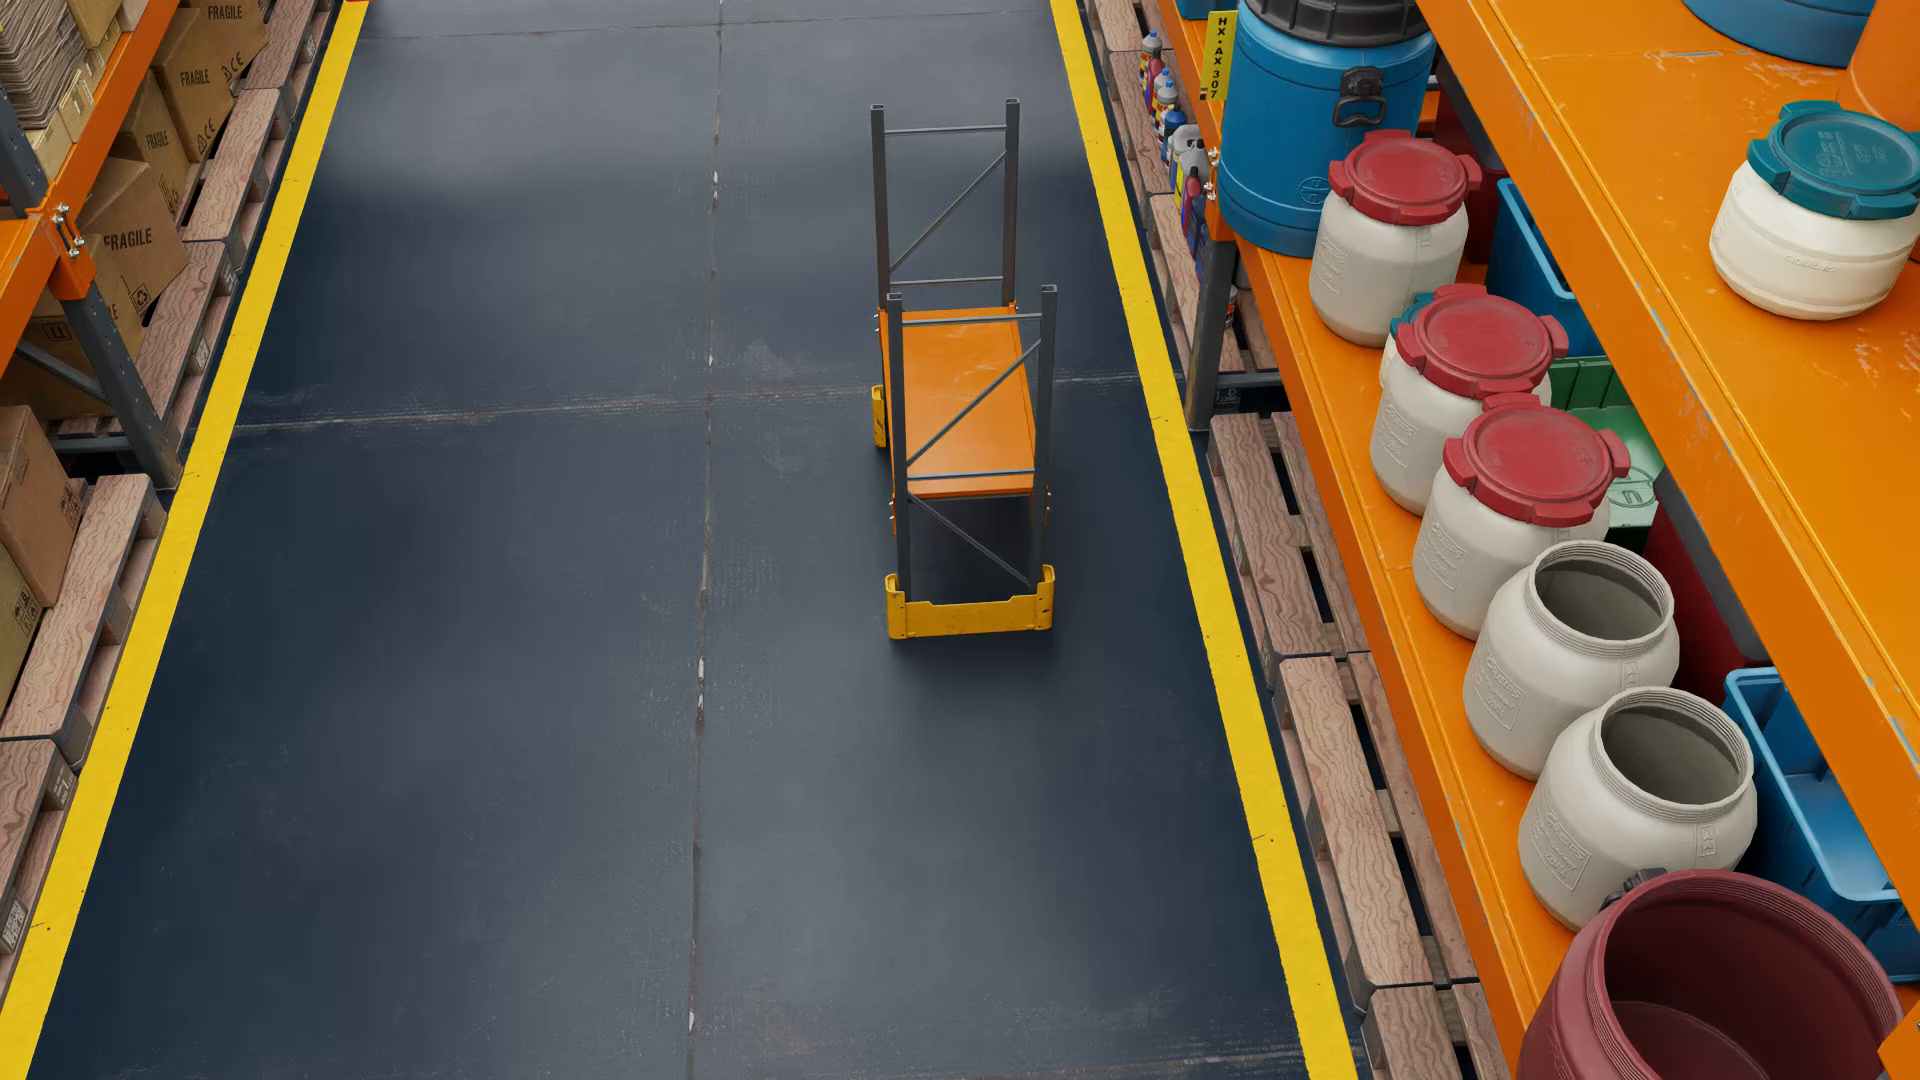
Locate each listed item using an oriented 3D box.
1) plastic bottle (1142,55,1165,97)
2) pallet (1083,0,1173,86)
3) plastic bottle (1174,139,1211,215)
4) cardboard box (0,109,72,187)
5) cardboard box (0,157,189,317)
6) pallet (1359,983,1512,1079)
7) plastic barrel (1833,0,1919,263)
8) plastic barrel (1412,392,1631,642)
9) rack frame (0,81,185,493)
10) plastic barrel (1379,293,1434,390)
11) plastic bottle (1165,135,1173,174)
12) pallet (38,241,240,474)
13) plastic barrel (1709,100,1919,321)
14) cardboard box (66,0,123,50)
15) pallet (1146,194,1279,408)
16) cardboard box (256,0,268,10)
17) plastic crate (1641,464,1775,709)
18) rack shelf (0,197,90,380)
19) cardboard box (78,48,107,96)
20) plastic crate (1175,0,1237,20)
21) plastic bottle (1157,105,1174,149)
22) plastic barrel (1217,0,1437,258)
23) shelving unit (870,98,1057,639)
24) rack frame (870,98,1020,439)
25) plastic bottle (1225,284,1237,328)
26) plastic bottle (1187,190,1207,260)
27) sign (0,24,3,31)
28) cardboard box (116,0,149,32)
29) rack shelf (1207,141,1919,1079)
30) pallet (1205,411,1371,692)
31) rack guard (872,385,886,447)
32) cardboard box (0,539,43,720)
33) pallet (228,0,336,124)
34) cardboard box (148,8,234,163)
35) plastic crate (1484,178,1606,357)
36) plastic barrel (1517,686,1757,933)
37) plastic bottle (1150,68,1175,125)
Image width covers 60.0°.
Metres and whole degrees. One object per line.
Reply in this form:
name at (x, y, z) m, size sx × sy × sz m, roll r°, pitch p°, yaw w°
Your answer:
plastic bottle at (0.922, -2.210, 7.901) m, size 0.097 × 0.201 × 0.097 m, roll 0°, pitch 47°, yaw 0°
pallet at (1.188, -2.827, 8.782) m, size 1.003 × 0.211 × 1.213 m, roll -3°, pitch 47°, yaw -3°
plastic bottle at (1.023, -1.594, 7.215) m, size 0.144 × 0.351 × 0.185 m, roll -4°, pitch 47°, yaw -4°
cardboard box at (-3.247, -1.319, 5.606) m, size 0.380 × 0.149 × 0.250 m, roll -3°, pitch 47°, yaw -3°
cardboard box at (-3.578, -1.222, 6.774) m, size 0.500 × 0.500 × 0.500 m, roll 10°, pitch 47°, yaw 9°
pallet at (1.716, 1.758, 4.440) m, size 1.003 × 0.211 × 1.213 m, roll -3°, pitch 47°, yaw -3°
plastic barrel at (1.835, -0.898, 2.673) m, size 0.600 × 0.830 × 0.708 m, roll -3°, pitch 47°, yaw -3°
plastic barrel at (1.366, -0.030, 4.119) m, size 0.433 × 0.535 × 0.433 m, roll 0°, pitch 47°, yaw 0°
rack frame at (-3.529, -1.231, 5.350) m, size 1.000 × 3.000 × 0.127 m, roll -3°, pitch 47°, yaw -3°
plastic barrel at (1.365, -0.518, 4.770) m, size 0.301 × 0.262 × 0.301 m, roll 0°, pitch 47°, yaw 0°
plastic bottle at (0.976, -1.744, 7.460) m, size 0.097 × 0.201 × 0.097 m, roll 0°, pitch 47°, yaw 0°
pallet at (-3.620, -0.756, 6.821) m, size 1.003 × 0.211 × 1.213 m, roll -3°, pitch 47°, yaw -3°
plastic barrel at (1.403, -0.528, 2.714) m, size 0.301 × 0.262 × 0.301 m, roll 0°, pitch 47°, yaw 0°
cardboard box at (-3.511, -2.061, 5.862) m, size 0.875 × 0.500 × 0.500 m, roll -3°, pitch 47°, yaw -3°
pallet at (1.392, -1.062, 7.110) m, size 1.003 × 0.211 × 1.213 m, roll -3°, pitch 47°, yaw -3°
cardboard box at (-3.828, -2.957, 8.417) m, size 0.500 × 0.500 × 0.500 m, roll 4°, pitch 47°, yaw 4°
plastic crate at (1.911, 0.152, 3.996) m, size 0.402 × 0.464 × 0.583 m, roll -3°, pitch 47°, yaw -3°
rack shelf at (-3.361, 0.463, 4.241) m, size 1.077 × 0.370 × 4.000 m, roll -3°, pitch 47°, yaw -3°
cardboard box at (-3.303, -1.680, 5.948) m, size 0.380 × 0.149 × 0.250 m, roll -3°, pitch 47°, yaw -3°
plastic crate at (1.044, -2.265, 6.432) m, size 0.499 × 0.251 × 0.616 m, roll -3°, pitch 47°, yaw -3°
plastic bottle at (0.959, -1.893, 7.601) m, size 0.097 × 0.201 × 0.097 m, roll 0°, pitch 47°, yaw 0°
plastic barrel at (1.137, -1.407, 5.171) m, size 0.600 × 0.901 × 0.708 m, roll -3°, pitch 47°, yaw -3°
shelving unit at (-0.006, -0.571, 5.758) m, size 0.587 × 1.500 × 1.083 m, roll -3°, pitch 47°, yaw -3°
rack frame at (-0.050, -0.945, 6.112) m, size 0.500 × 1.500 × 0.032 m, roll -3°, pitch 47°, yaw -3°
plastic bottle at (1.066, -0.965, 6.722) m, size 0.097 × 0.201 × 0.097 m, roll 0°, pitch 47°, yaw 0°
plastic bottle at (1.050, -1.360, 6.994) m, size 0.144 × 0.351 × 0.185 m, roll -6°, pitch 47°, yaw -5°
sign at (-2.976, -1.666, 4.964) m, size 0.100 × 0.325 × 0.005 m, roll -3°, pitch 47°, yaw -3°
cardboard box at (-3.314, -2.043, 6.292) m, size 0.380 × 0.149 × 0.250 m, roll -3°, pitch 47°, yaw -3°
rack shelf at (1.574, 0.162, 4.526) m, size 1.077 × 0.370 × 4.000 m, roll -3°, pitch 47°, yaw -3°
pallet at (1.511, -0.008, 6.112) m, size 1.003 × 0.211 × 1.213 m, roll -3°, pitch 47°, yaw -3°
rack guard at (-0.048, -0.501, 6.553) m, size 0.587 × 0.250 × 0.087 m, roll -3°, pitch 47°, yaw -3°
cardboard box at (-3.478, 0.269, 5.348) m, size 0.700 × 0.500 × 0.500 m, roll -4°, pitch 47°, yaw -4°
pallet at (-3.824, -2.522, 8.493) m, size 1.003 × 0.211 × 1.213 m, roll -3°, pitch 47°, yaw -3°
cardboard box at (-3.710, -2.073, 7.580) m, size 0.500 × 0.500 × 0.500 m, roll 0°, pitch 47°, yaw 0°
plastic crate at (1.809, -0.748, 4.903) m, size 0.392 × 0.384 × 0.575 m, roll -3°, pitch 47°, yaw -3°
plastic barrel at (1.443, 0.592, 3.546) m, size 0.421 × 0.512 × 0.421 m, roll 0°, pitch 47°, yaw 0°
plastic bottle at (0.942, -2.061, 7.712) m, size 0.097 × 0.271 × 0.097 m, roll 0°, pitch 47°, yaw 0°
